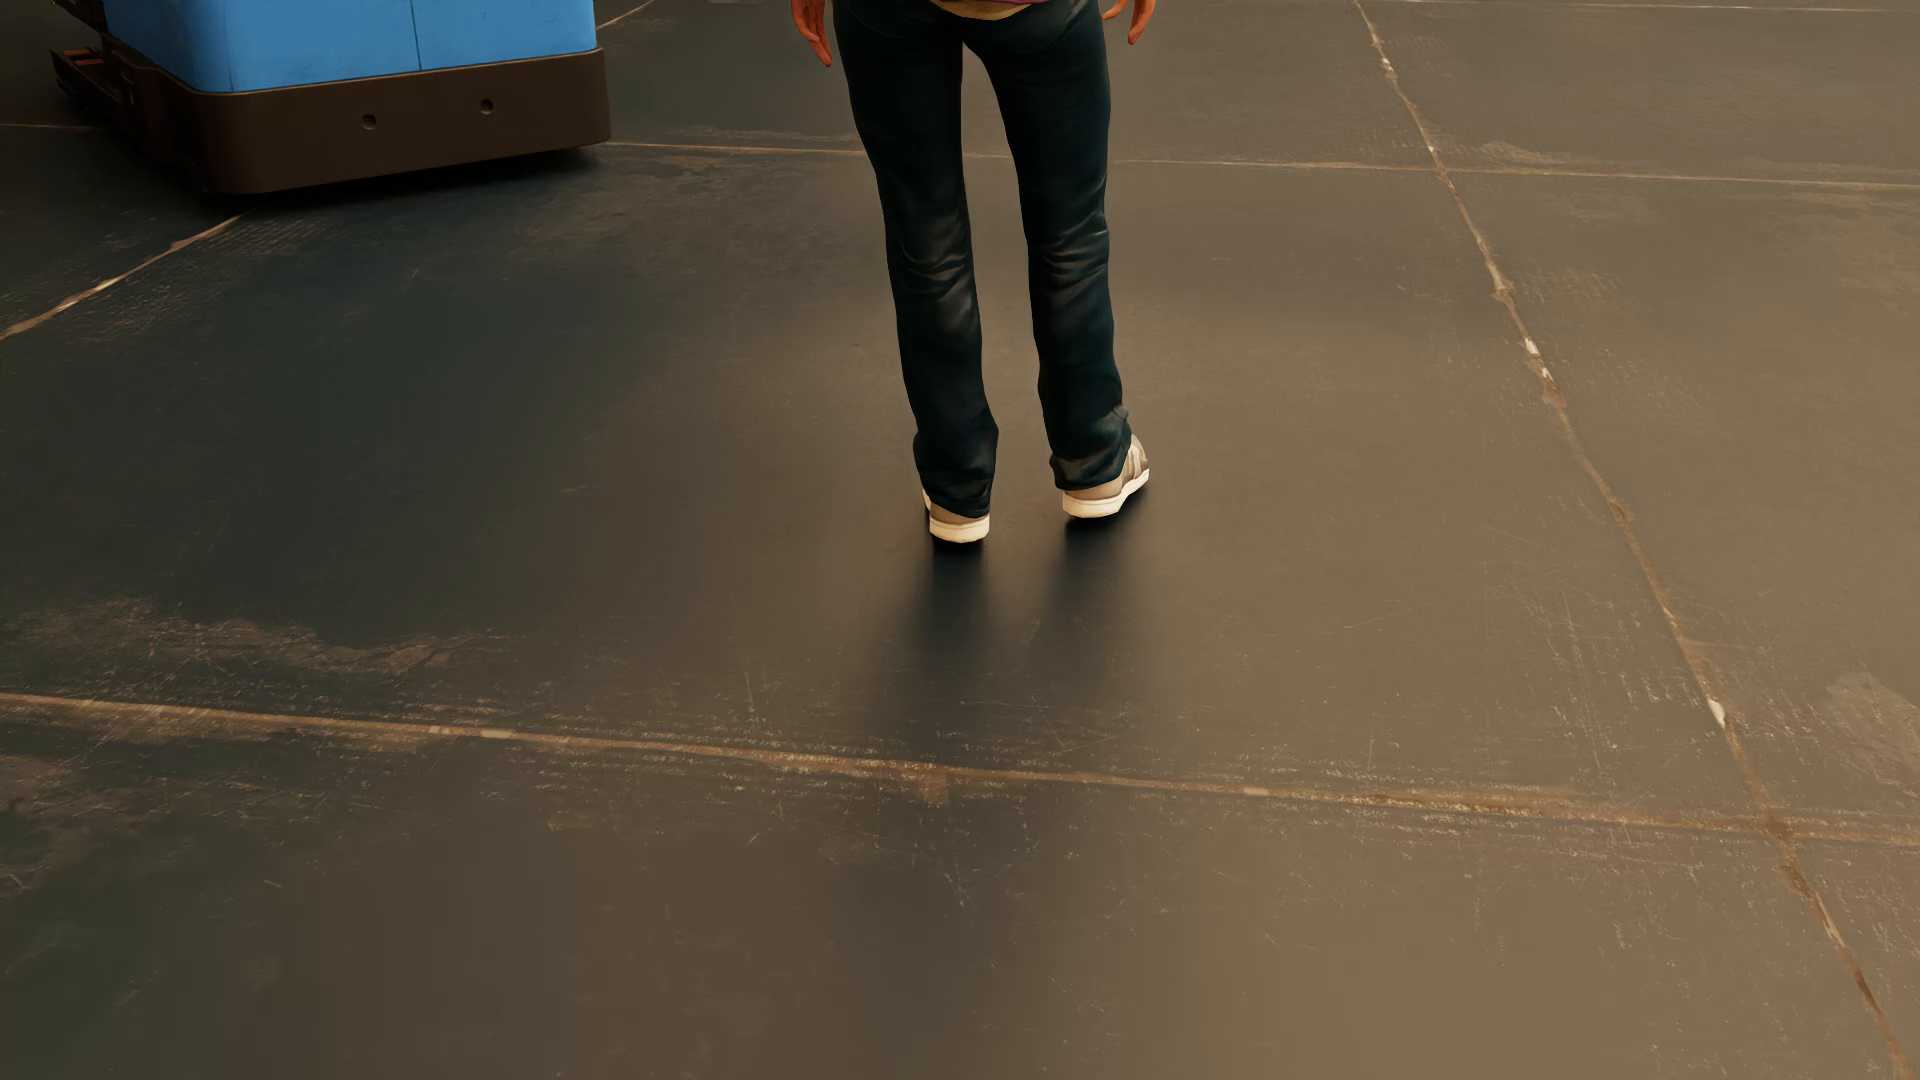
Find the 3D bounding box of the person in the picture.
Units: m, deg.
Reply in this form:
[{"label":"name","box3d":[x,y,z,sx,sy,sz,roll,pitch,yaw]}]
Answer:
[{"label":"person","box3d":[0.023,-0.753,2.204,0.520,1.596,0.475,3,27,7]}]

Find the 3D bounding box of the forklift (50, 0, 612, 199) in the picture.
[{"label":"forklift","box3d":[-2.222,-2.743,4.716,1.130,2.935,3.031,-18,32,-32]}]
